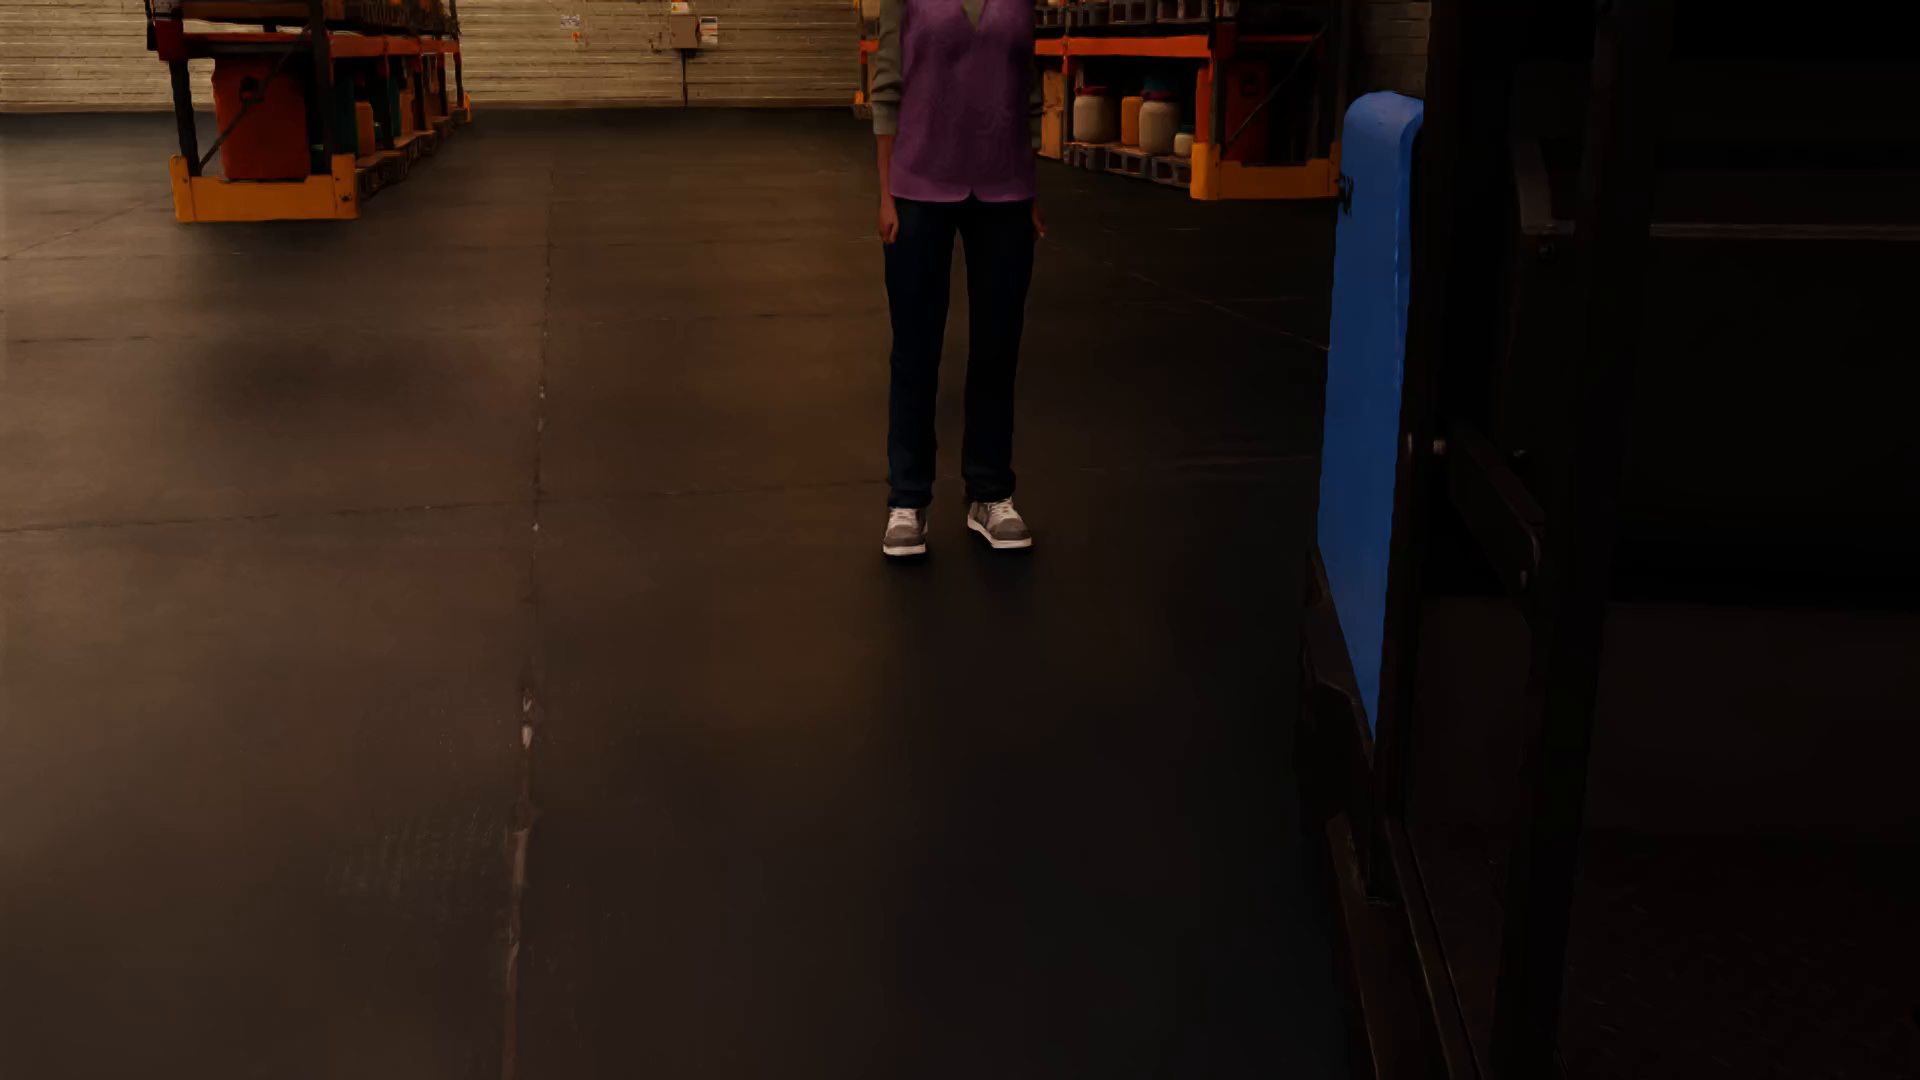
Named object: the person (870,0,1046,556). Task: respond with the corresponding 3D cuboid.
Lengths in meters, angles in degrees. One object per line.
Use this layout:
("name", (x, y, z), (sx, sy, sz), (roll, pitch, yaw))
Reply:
("person", (0.002, -0.764, 3.779), (0.405, 1.604, 0.311), (-4, 17, -12))

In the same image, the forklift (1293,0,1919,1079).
("forklift", (0.960, -0.690, 1.189), (1.130, 2.935, 3.031), (2, 17, 7))
